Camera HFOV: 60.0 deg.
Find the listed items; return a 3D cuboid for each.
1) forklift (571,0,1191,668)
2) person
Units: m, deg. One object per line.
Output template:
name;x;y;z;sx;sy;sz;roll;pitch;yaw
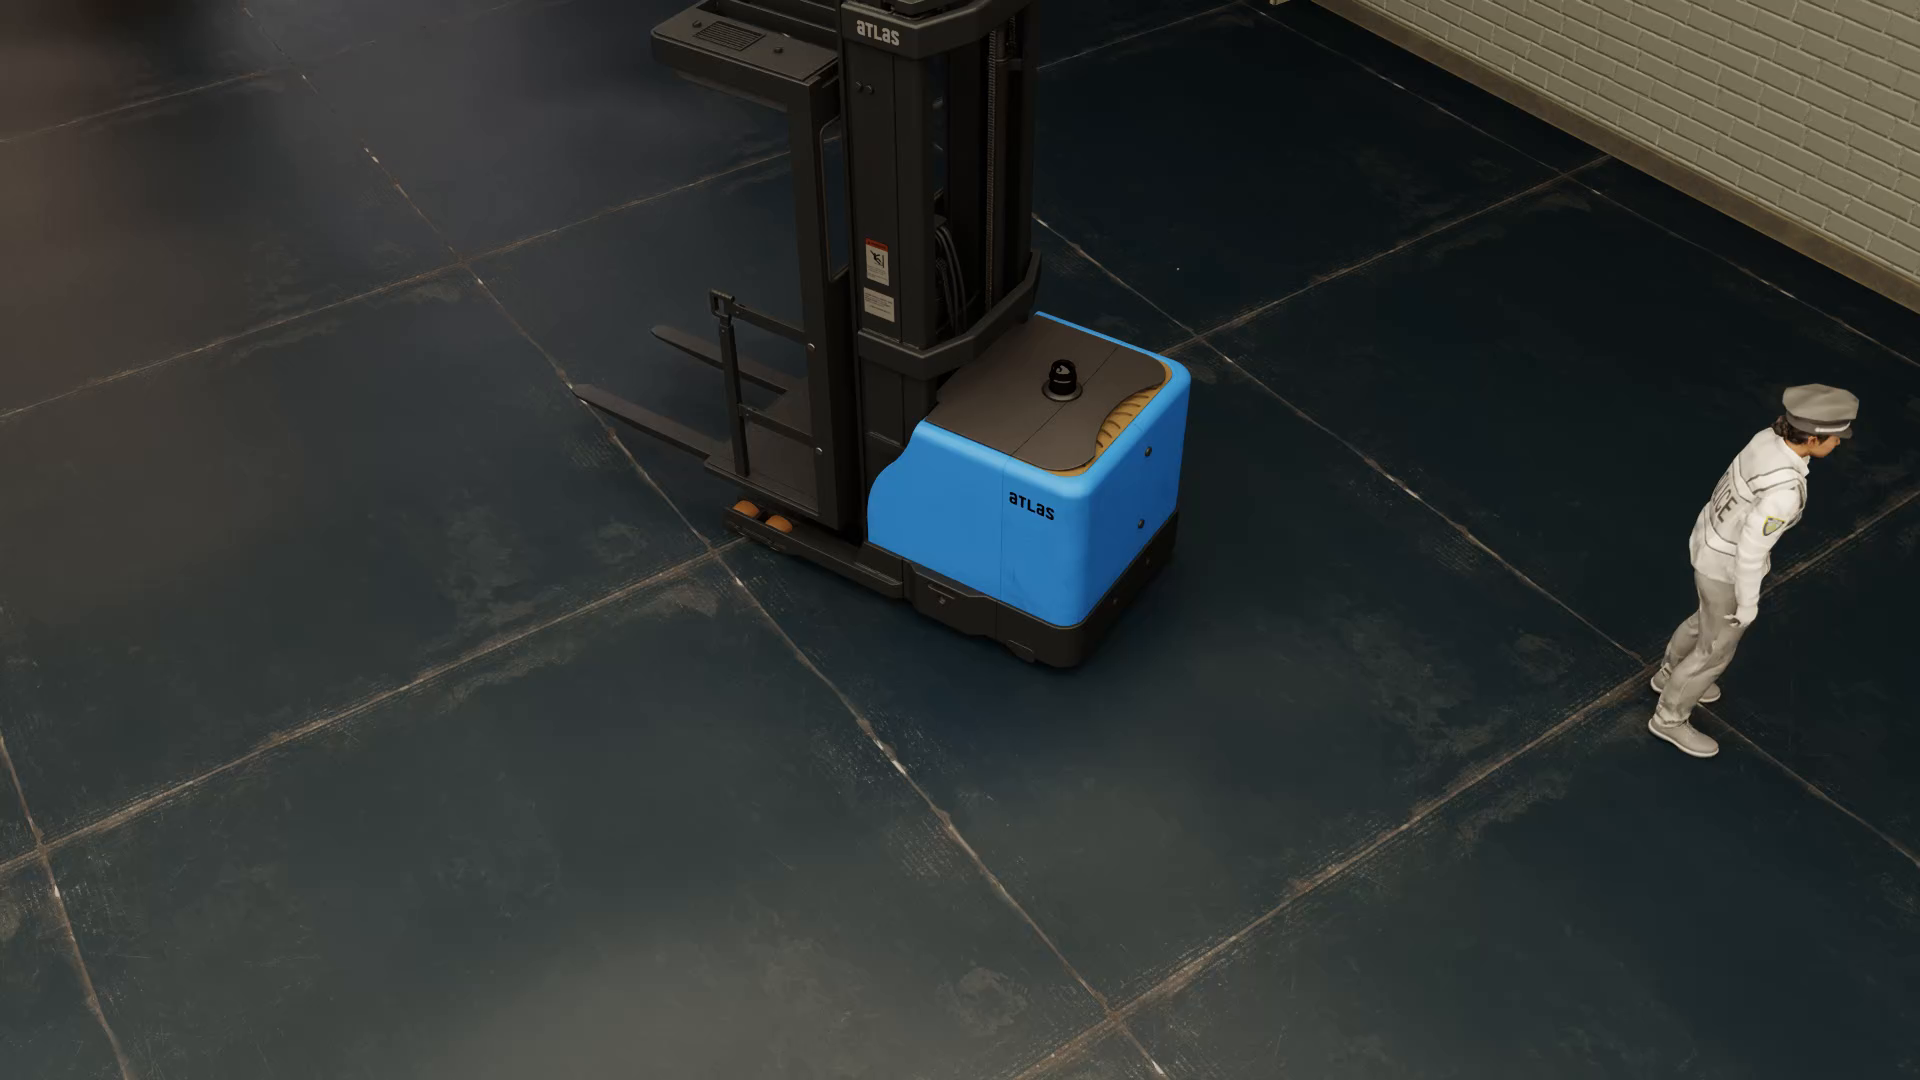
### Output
forklift;-0.511;-1.302;7.129;3.031;2.935;1.130;24;48;24
person;3.059;0.100;6.544;0.376;1.664;0.546;12;44;13
